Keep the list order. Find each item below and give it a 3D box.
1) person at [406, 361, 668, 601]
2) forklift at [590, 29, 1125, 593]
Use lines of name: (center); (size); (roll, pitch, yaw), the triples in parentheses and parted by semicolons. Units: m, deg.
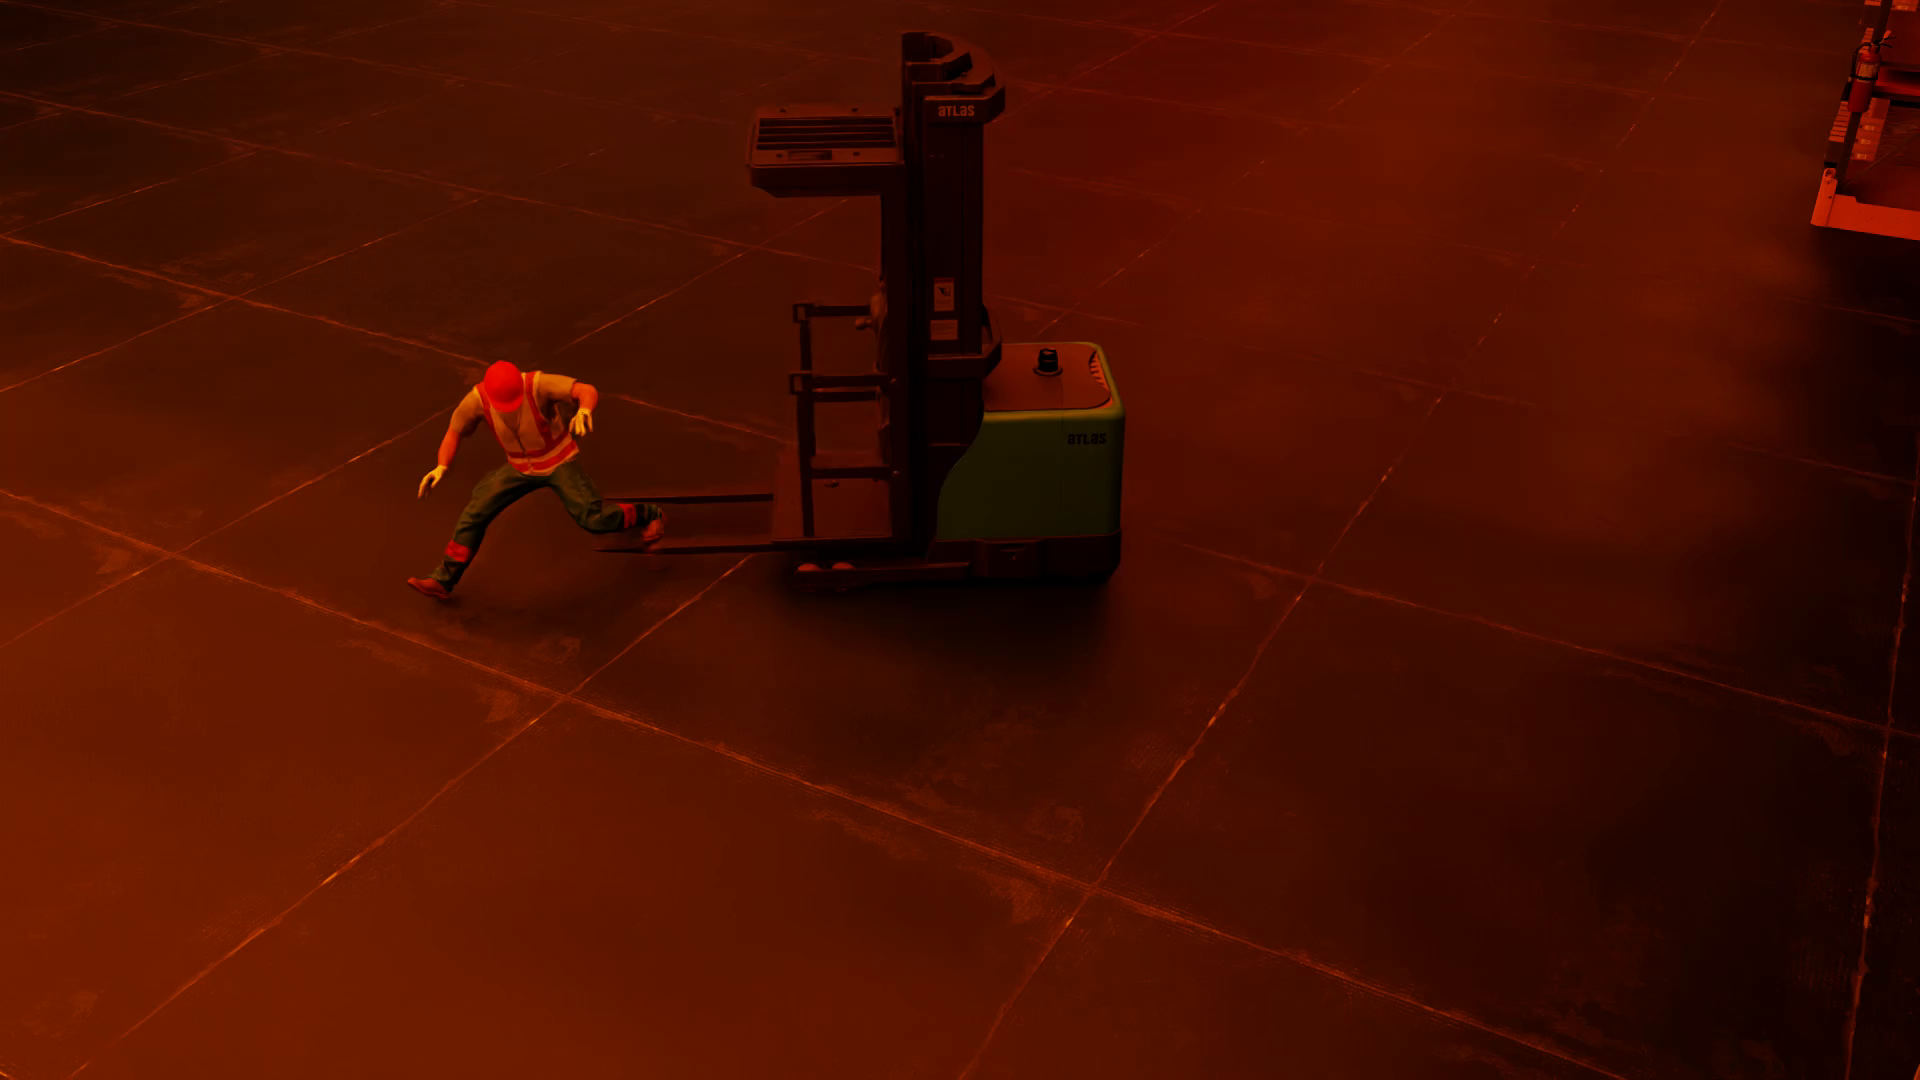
person: (-2.381, -0.359, 9.211); (1.272, 1.433, 0.905); (6, 30, 10)
forklift: (-0.616, -1.241, 9.220); (3.031, 2.935, 1.130); (-2, 30, -3)
